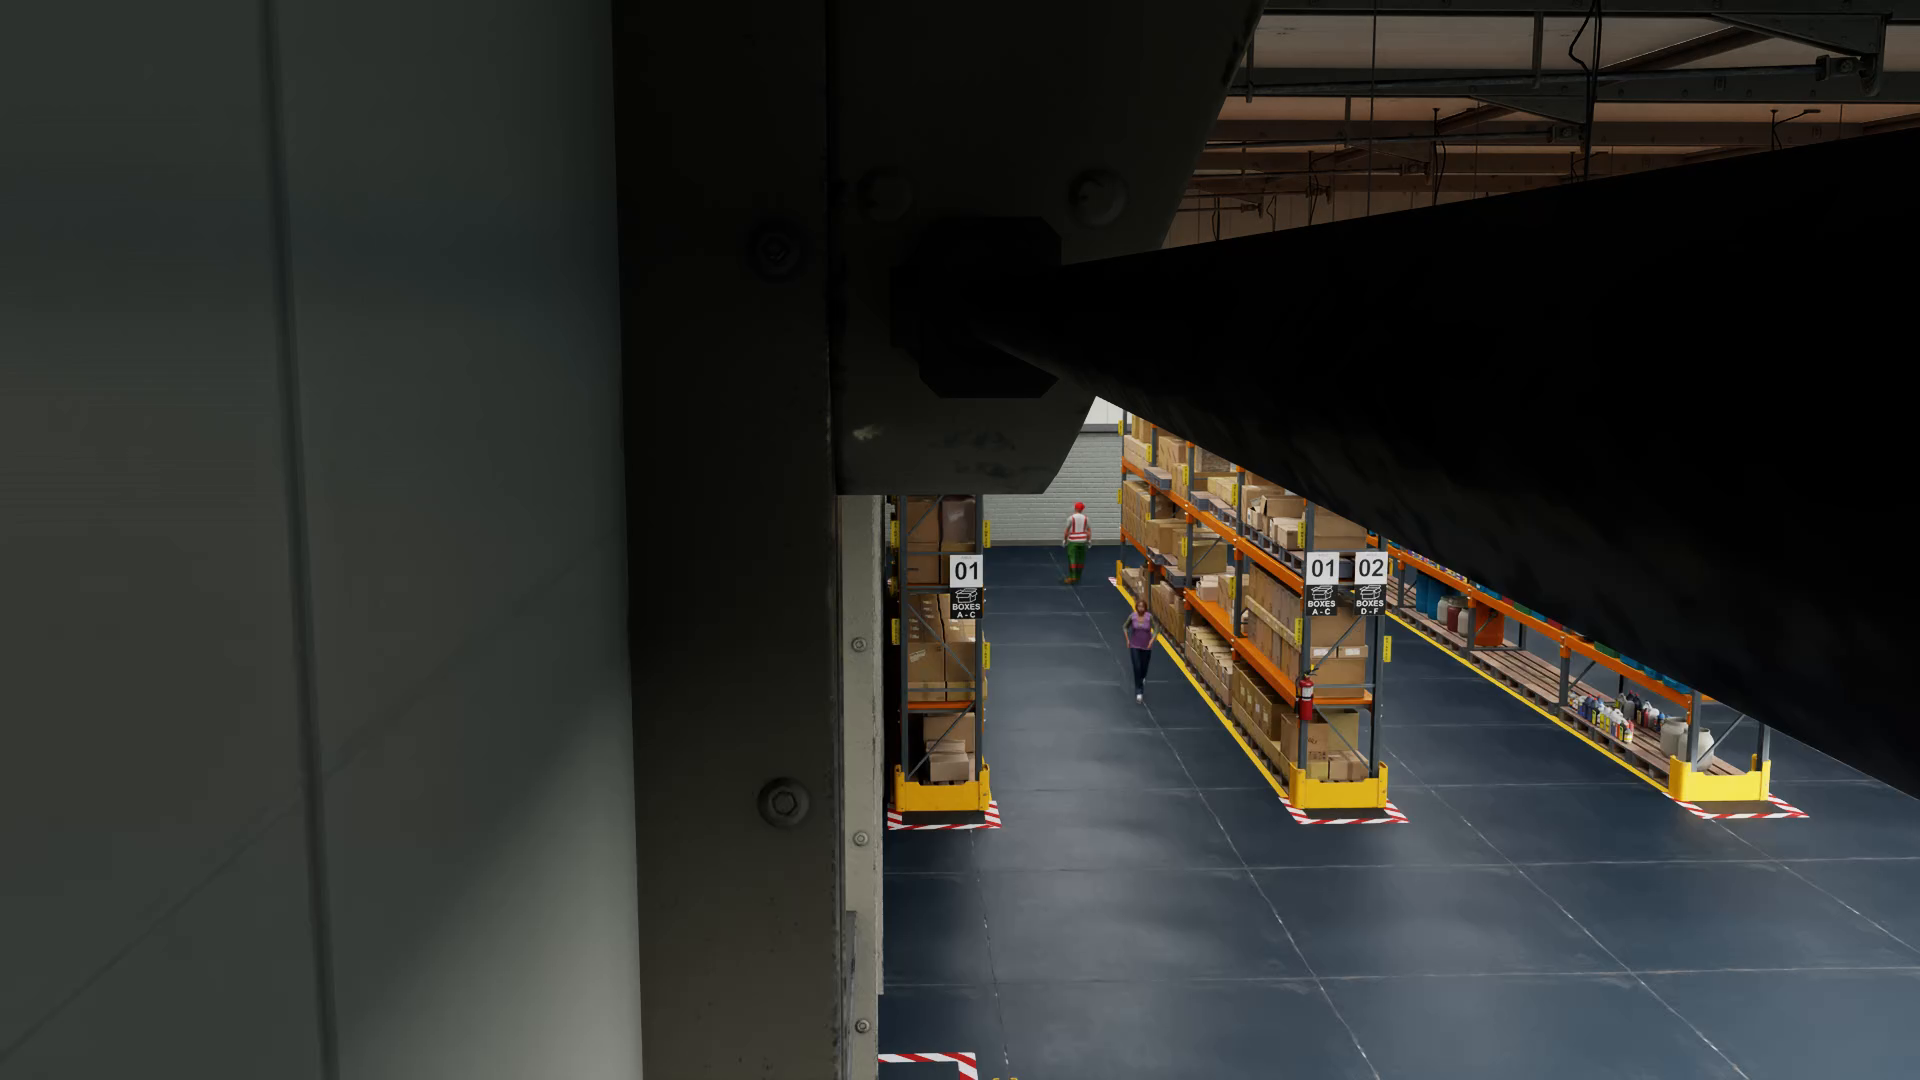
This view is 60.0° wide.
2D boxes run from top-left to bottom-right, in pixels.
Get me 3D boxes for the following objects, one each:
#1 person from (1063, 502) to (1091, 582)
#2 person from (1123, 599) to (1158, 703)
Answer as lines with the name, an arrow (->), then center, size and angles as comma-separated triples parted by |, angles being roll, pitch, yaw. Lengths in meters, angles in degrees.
person -> 2.583, 0.041, 36.787 | 0.694, 1.764, 0.718 | -1, 9, -10
person -> 2.841, 1.704, 26.197 | 0.549, 1.604, 0.800 | 0, 8, 2
